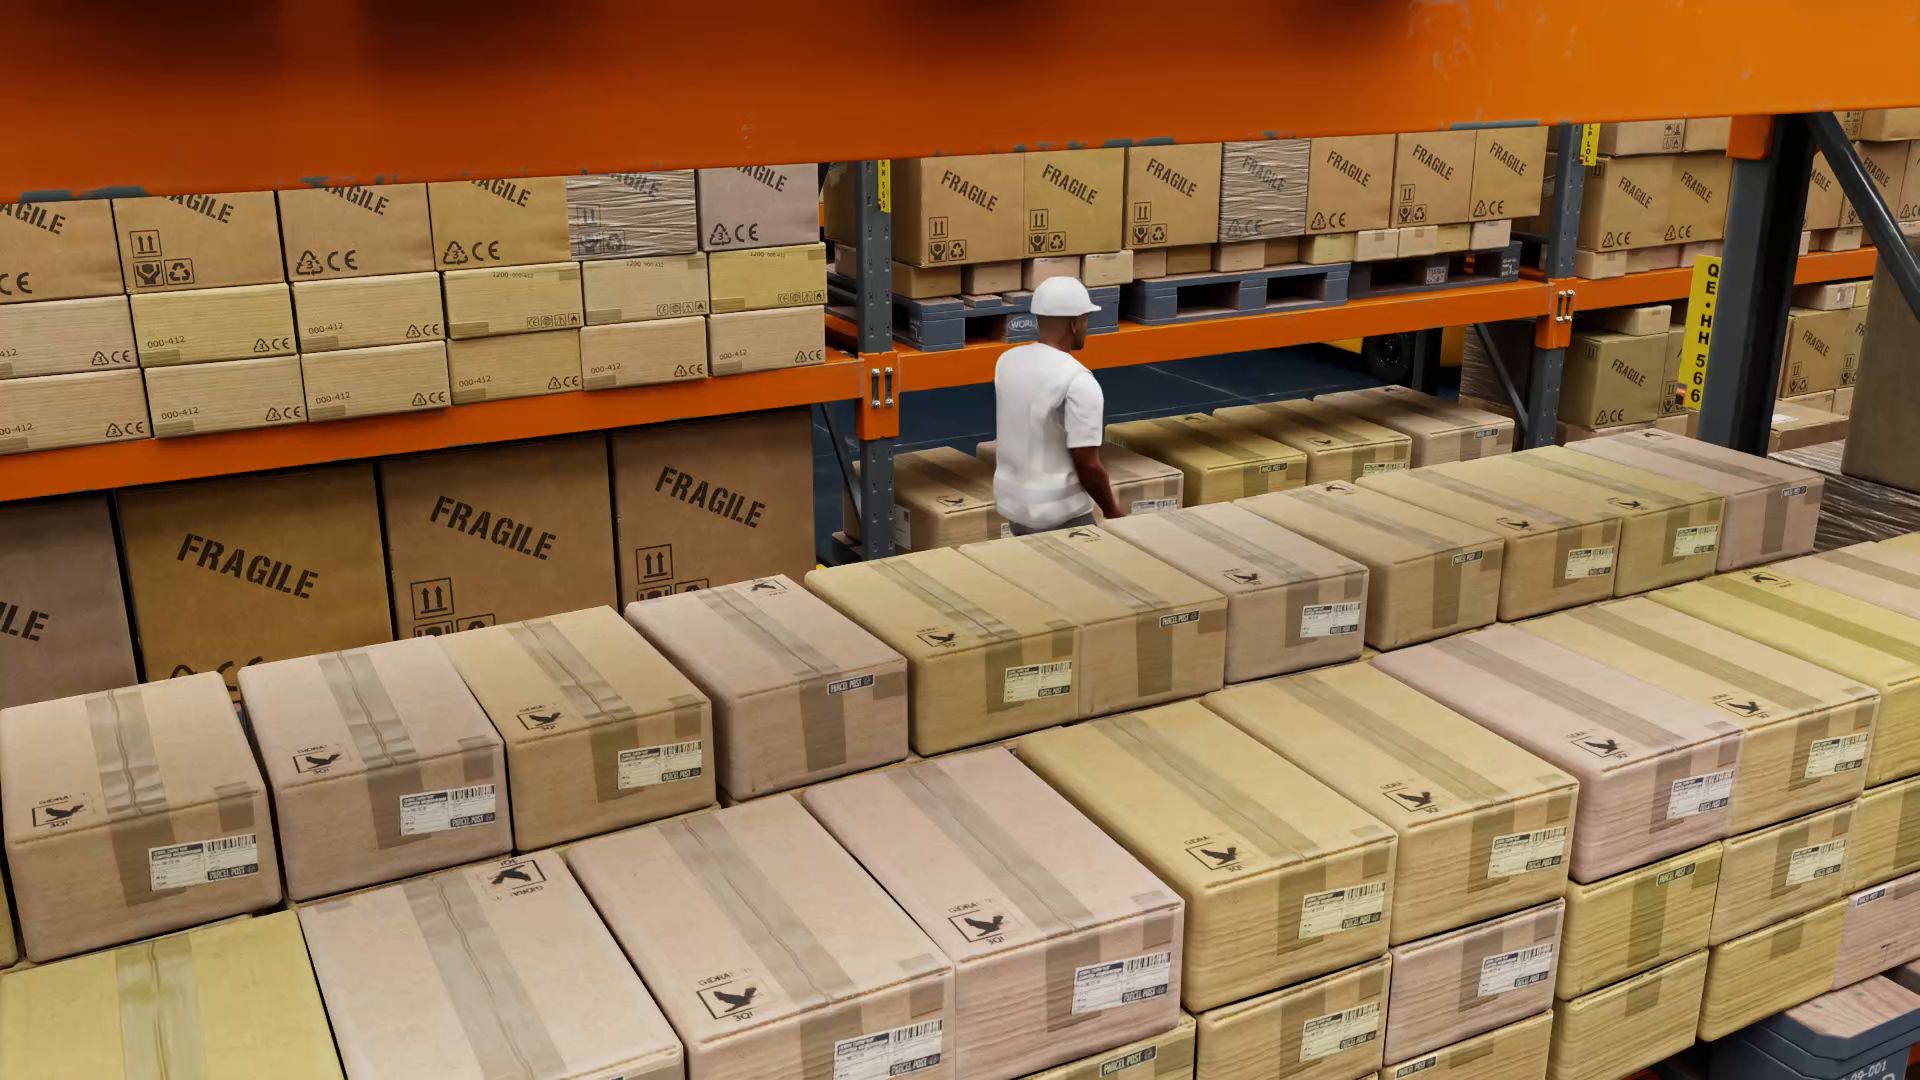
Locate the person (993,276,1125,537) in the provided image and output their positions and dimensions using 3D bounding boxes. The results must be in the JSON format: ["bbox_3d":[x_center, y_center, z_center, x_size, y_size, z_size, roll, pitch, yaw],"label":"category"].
[{"bbox_3d":[0.357,-0.127,6.410,0.422,1.763,0.583,-11,21,-31],"label":"person"}]
